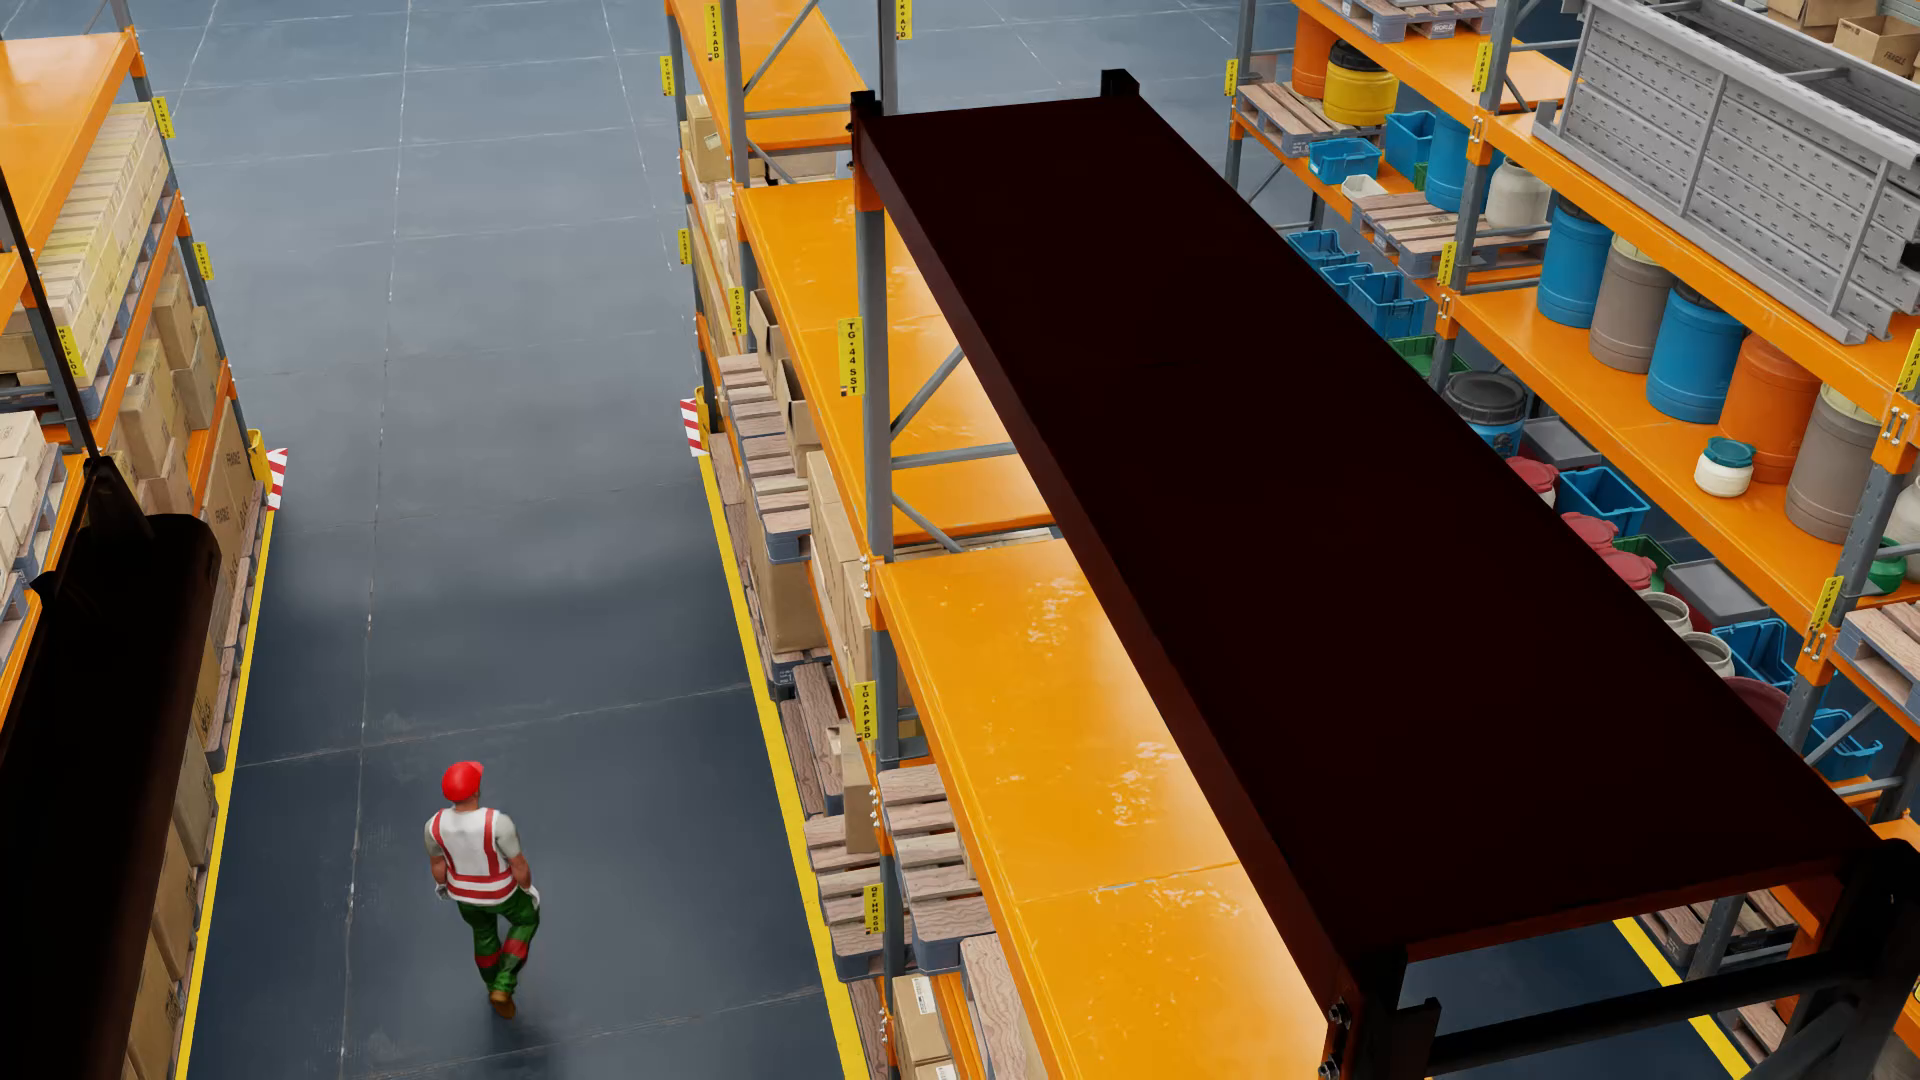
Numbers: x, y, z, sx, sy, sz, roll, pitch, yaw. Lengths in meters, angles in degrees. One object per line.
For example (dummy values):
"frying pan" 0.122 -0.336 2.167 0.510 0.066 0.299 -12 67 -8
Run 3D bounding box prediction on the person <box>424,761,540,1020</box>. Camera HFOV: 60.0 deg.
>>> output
"person" -2.743 2.044 9.529 0.627 1.777 0.587 3 35 5
